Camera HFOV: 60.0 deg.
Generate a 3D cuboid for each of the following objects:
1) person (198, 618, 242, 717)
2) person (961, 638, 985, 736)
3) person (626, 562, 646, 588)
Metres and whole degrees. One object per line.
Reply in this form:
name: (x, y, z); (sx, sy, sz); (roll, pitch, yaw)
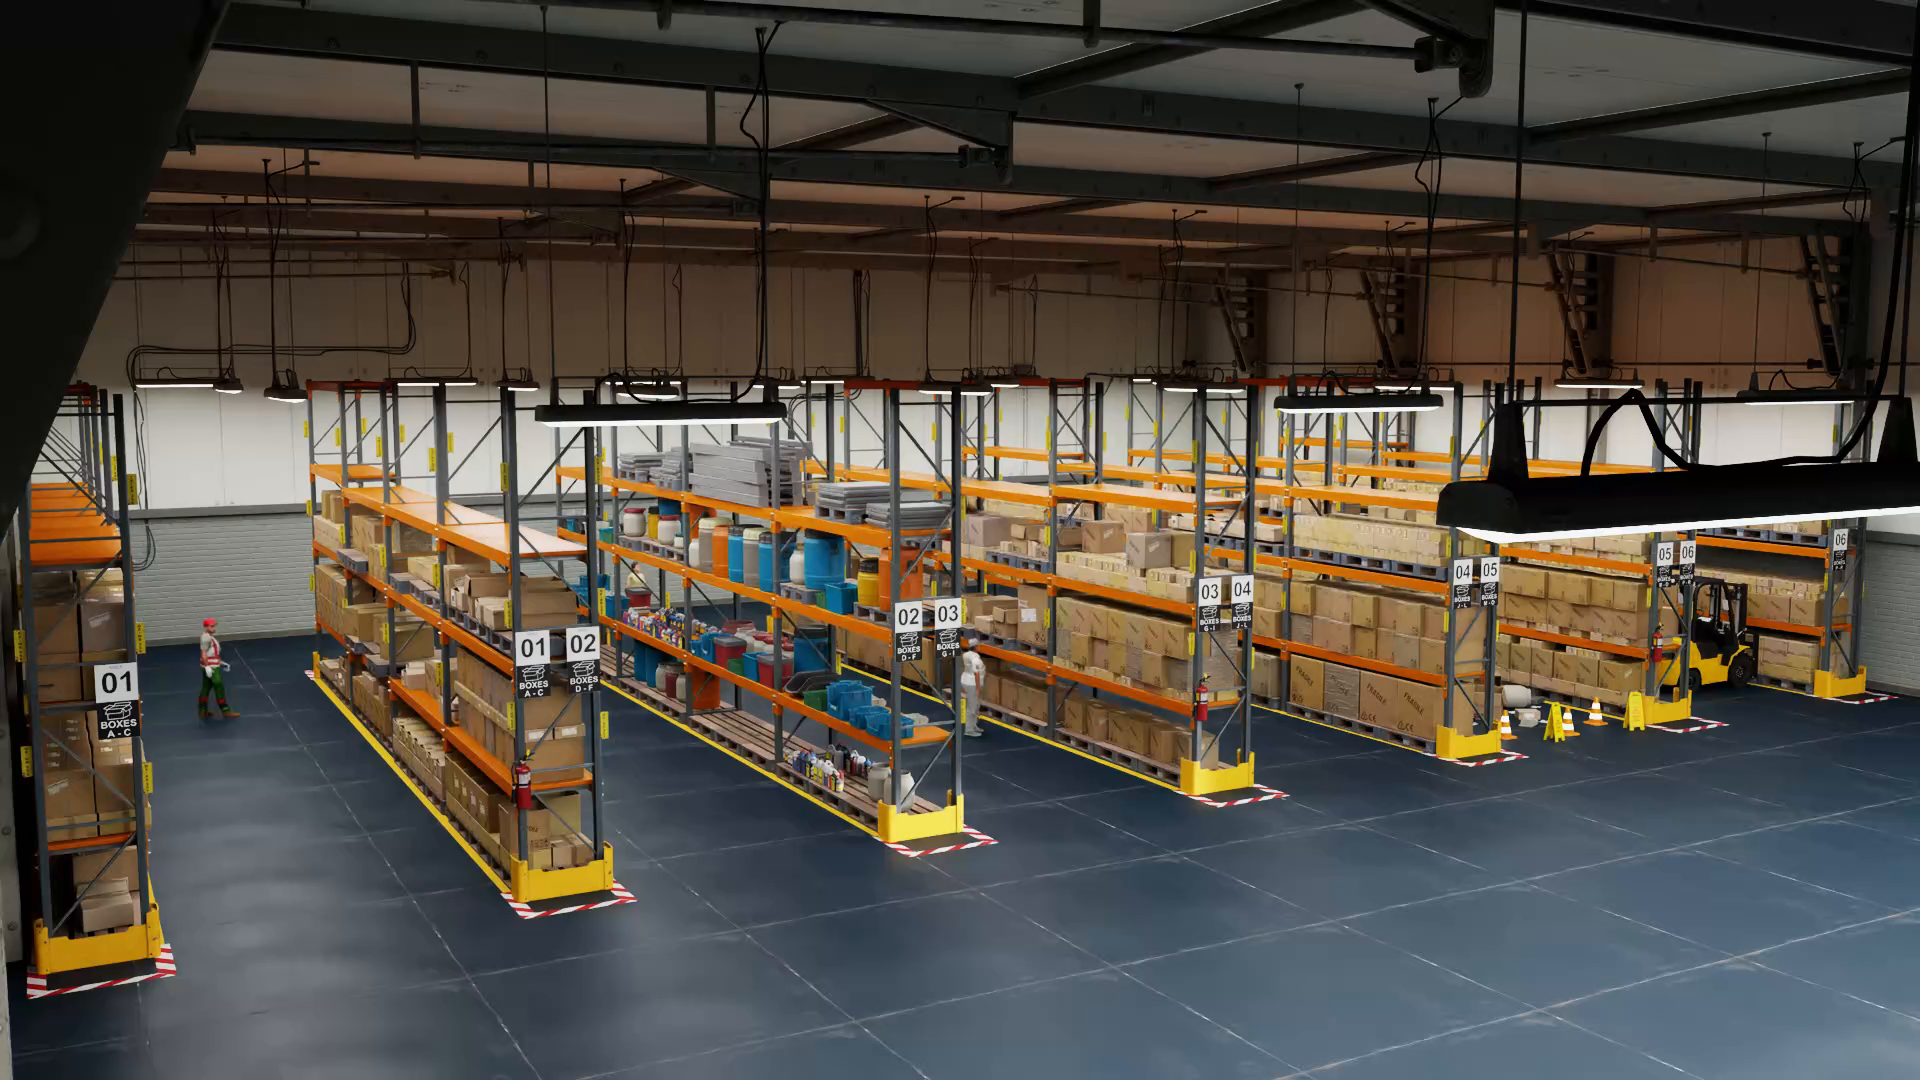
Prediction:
person: (-13.271, 2.276, 29.734); (0.665, 1.778, 0.637); (-4, 7, -32)
person: (0.255, 2.495, 28.299); (0.432, 1.667, 0.498); (-2, 6, -17)
person: (-7.607, 1.344, 39.067); (0.511, 1.646, 0.742); (-2, 7, -21)
